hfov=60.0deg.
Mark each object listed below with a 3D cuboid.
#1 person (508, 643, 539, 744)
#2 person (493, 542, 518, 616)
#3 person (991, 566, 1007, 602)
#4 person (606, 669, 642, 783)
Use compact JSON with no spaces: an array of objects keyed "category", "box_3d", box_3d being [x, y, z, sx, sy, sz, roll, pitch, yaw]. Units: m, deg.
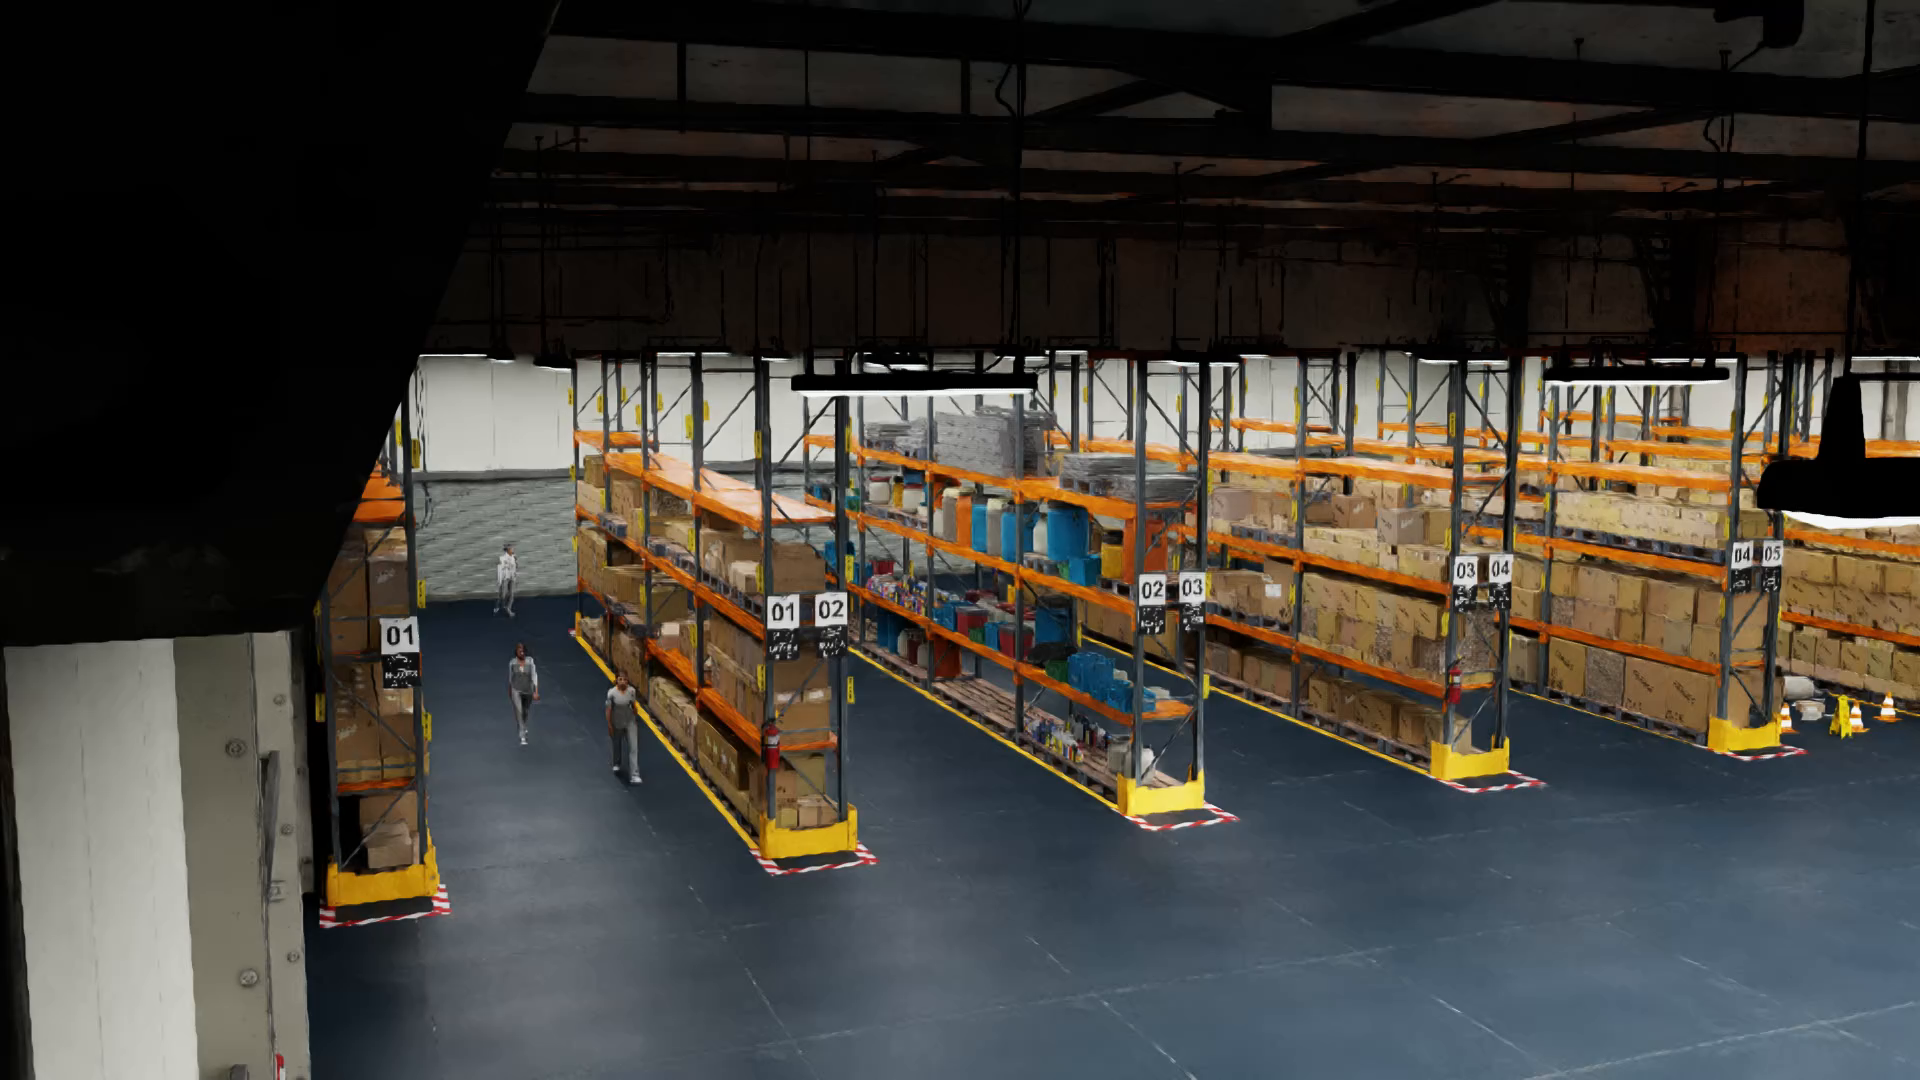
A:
[{"category":"person","box_3d":[-6.790,2.348,25.881,0.430,1.539,0.949,-3,8,-22]},{"category":"person","box_3d":[-10.236,0.864,37.403,0.532,1.664,0.532,5,9,33]},{"category":"person","box_3d":[0.825,0.974,36.825,0.551,1.553,0.573,1,7,9]},{"category":"person","box_3d":[-4.793,2.601,23.587,0.446,1.590,1.106,-2,7,-18]}]
